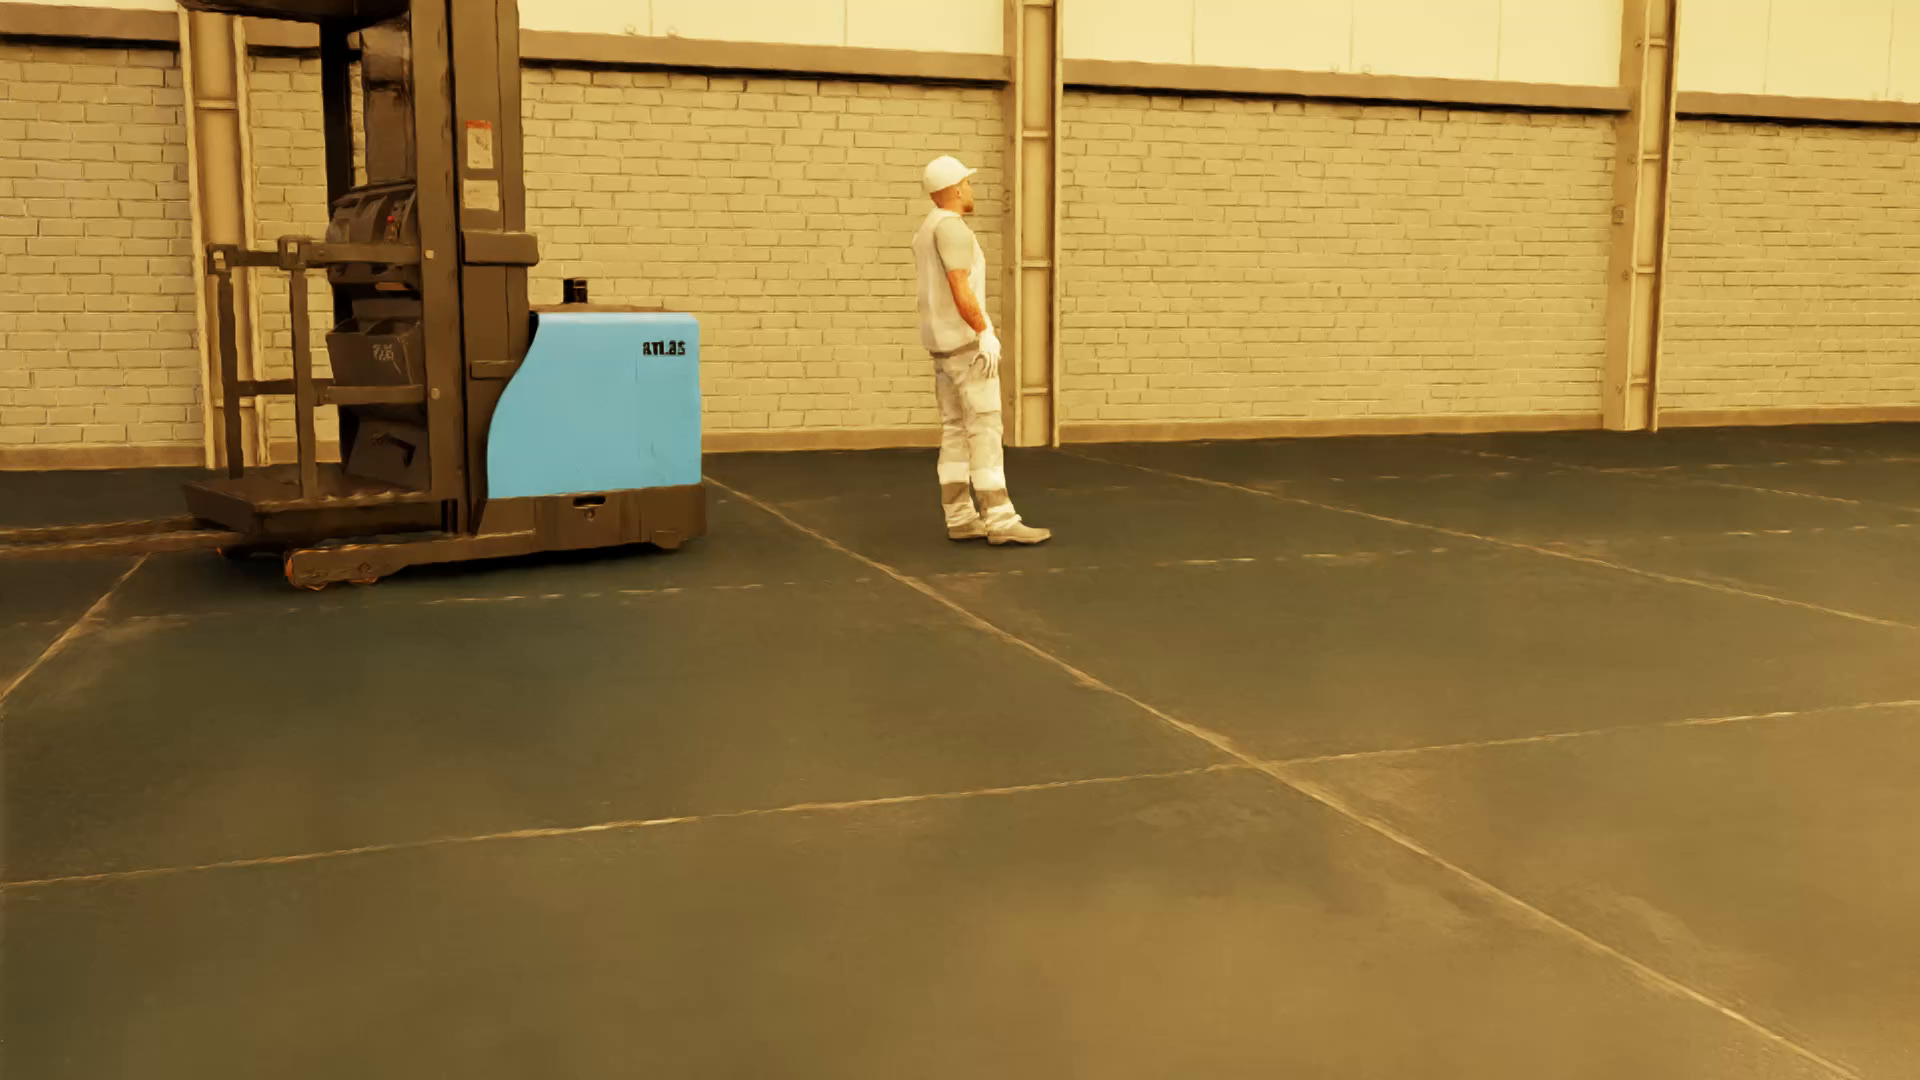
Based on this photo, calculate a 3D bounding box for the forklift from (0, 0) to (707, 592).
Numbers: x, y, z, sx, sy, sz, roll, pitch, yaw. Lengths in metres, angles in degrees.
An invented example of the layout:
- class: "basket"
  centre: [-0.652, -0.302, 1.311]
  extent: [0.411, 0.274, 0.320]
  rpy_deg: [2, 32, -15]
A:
- class: "forklift"
  centre: [-2.622, -1.331, 6.837]
  extent: [3.031, 2.935, 1.130]
  rpy_deg: [-6, 10, -38]

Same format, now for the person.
- class: "person"
  centre: [0.080, -0.896, 7.817]
  extent: [0.563, 1.787, 0.637]
  rpy_deg: [-3, 8, -18]
